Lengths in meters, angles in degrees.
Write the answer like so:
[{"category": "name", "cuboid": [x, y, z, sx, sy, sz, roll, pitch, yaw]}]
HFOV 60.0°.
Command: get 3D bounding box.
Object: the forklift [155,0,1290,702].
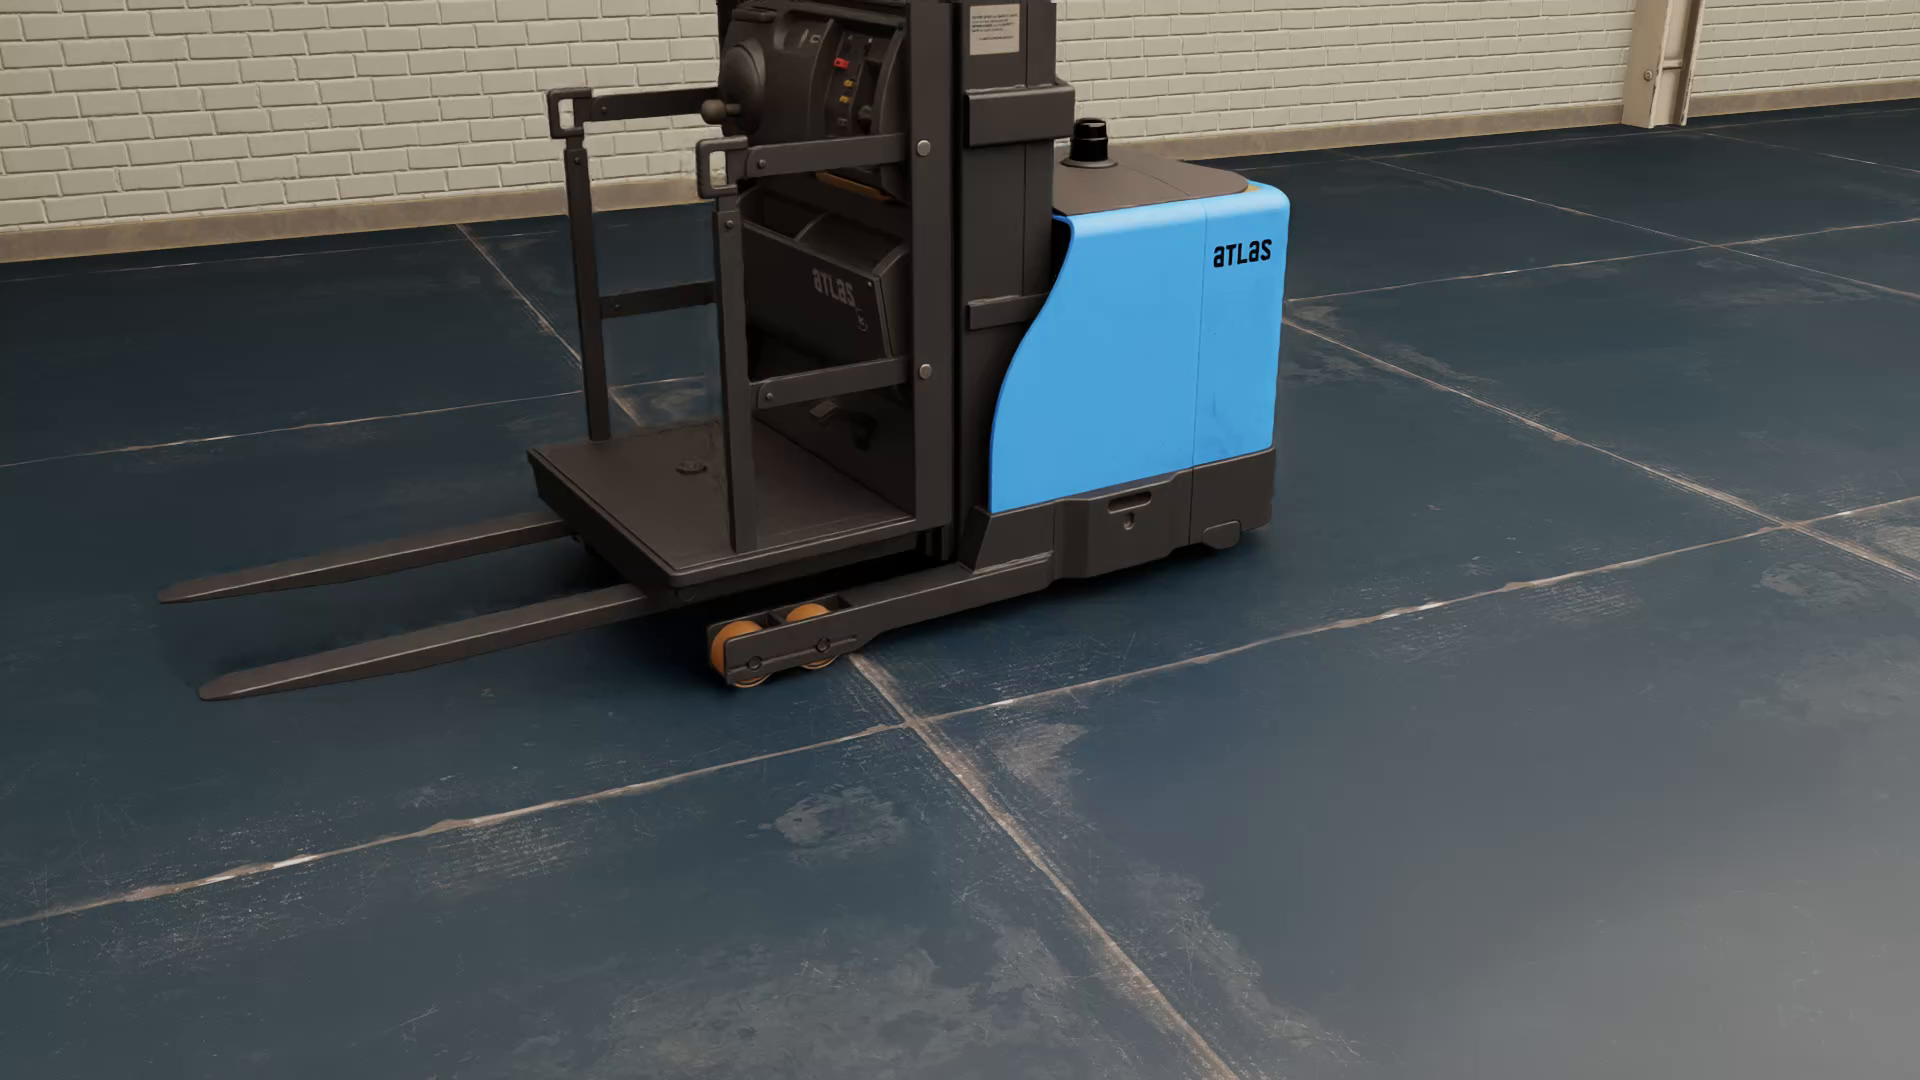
[{"category": "forklift", "cuboid": [-0.571, -1.211, 4.200, 3.031, 2.935, 1.130, -13, 26, -29]}]
